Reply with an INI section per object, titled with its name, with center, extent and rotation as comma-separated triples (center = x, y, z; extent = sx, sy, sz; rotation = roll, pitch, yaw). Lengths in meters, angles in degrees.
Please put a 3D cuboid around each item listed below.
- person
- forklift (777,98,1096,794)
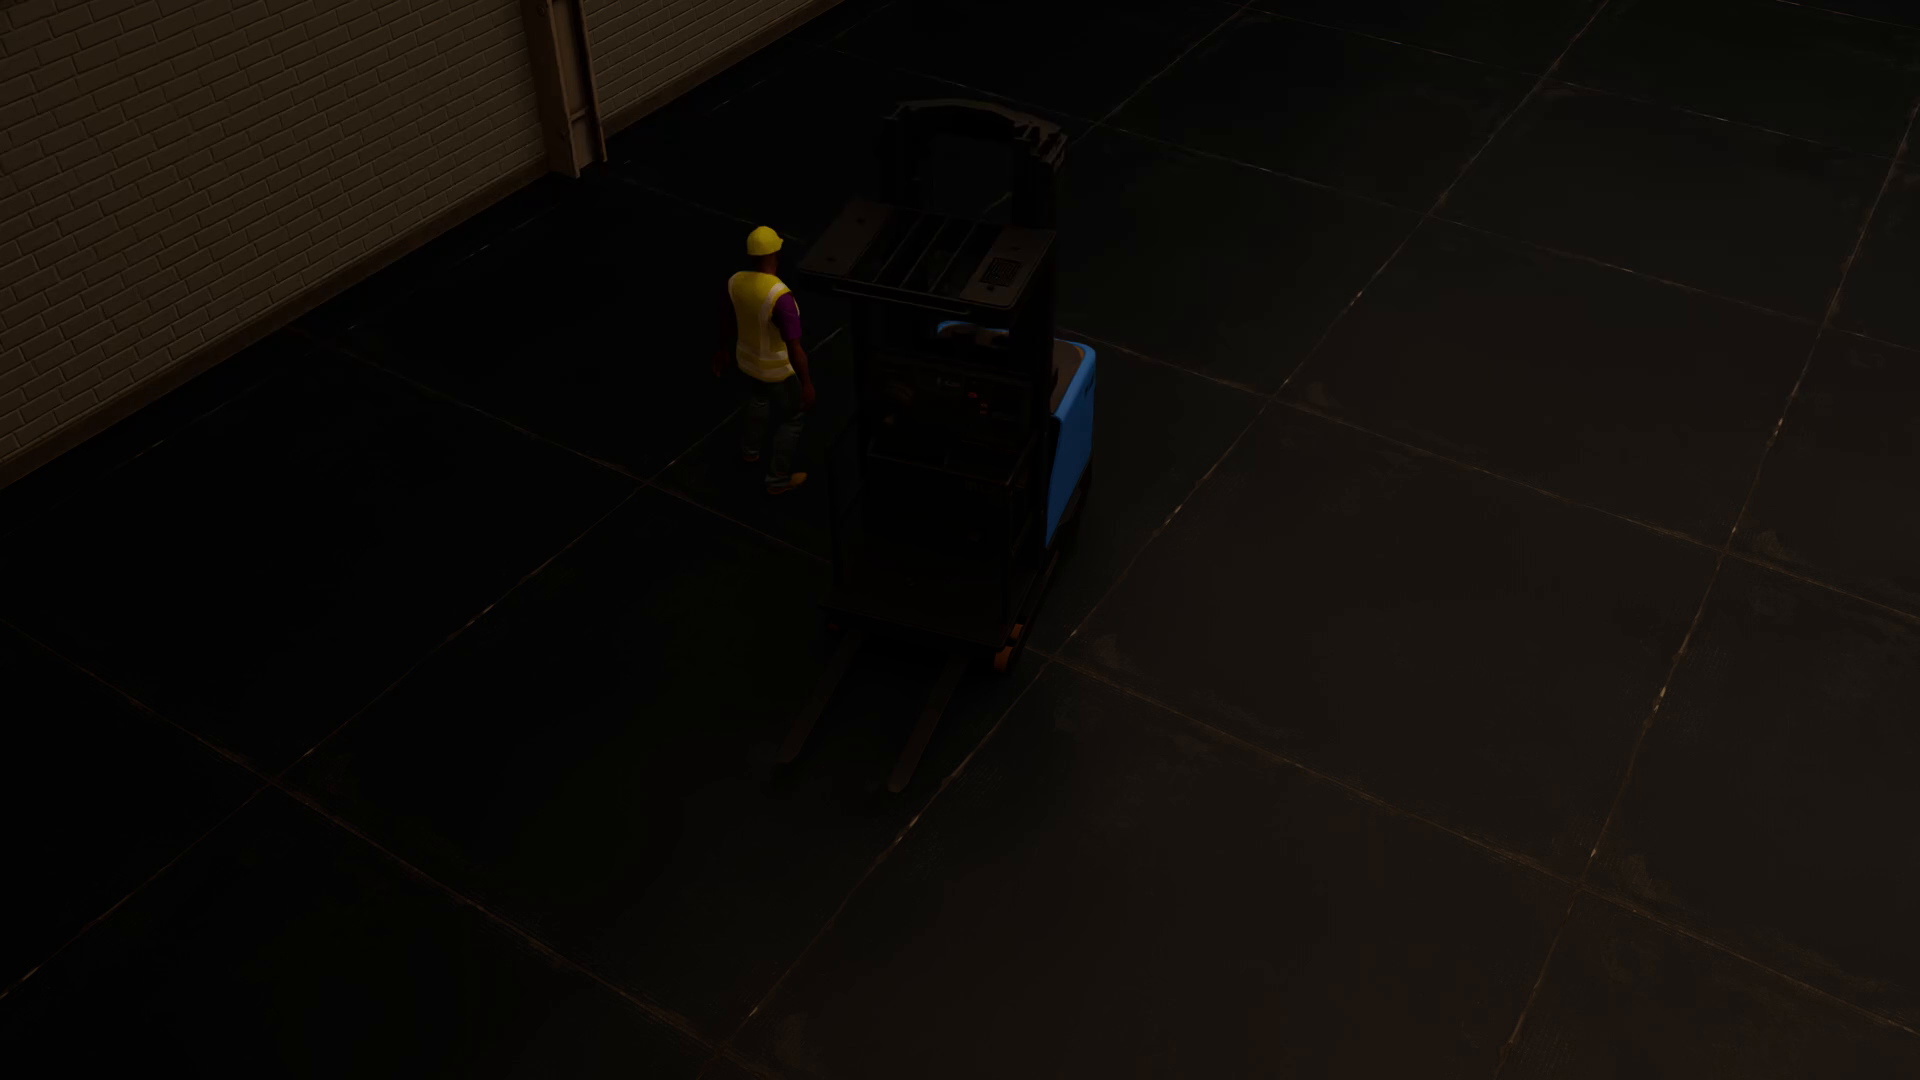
[person]
center = -1.155, -1.096, 10.210
extent = 0.883, 1.733, 0.472
rotation = 30, 49, 31
[forklift]
center = -0.131, -0.665, 8.751
extent = 1.130, 2.935, 3.031
rotation = 13, 42, 14
